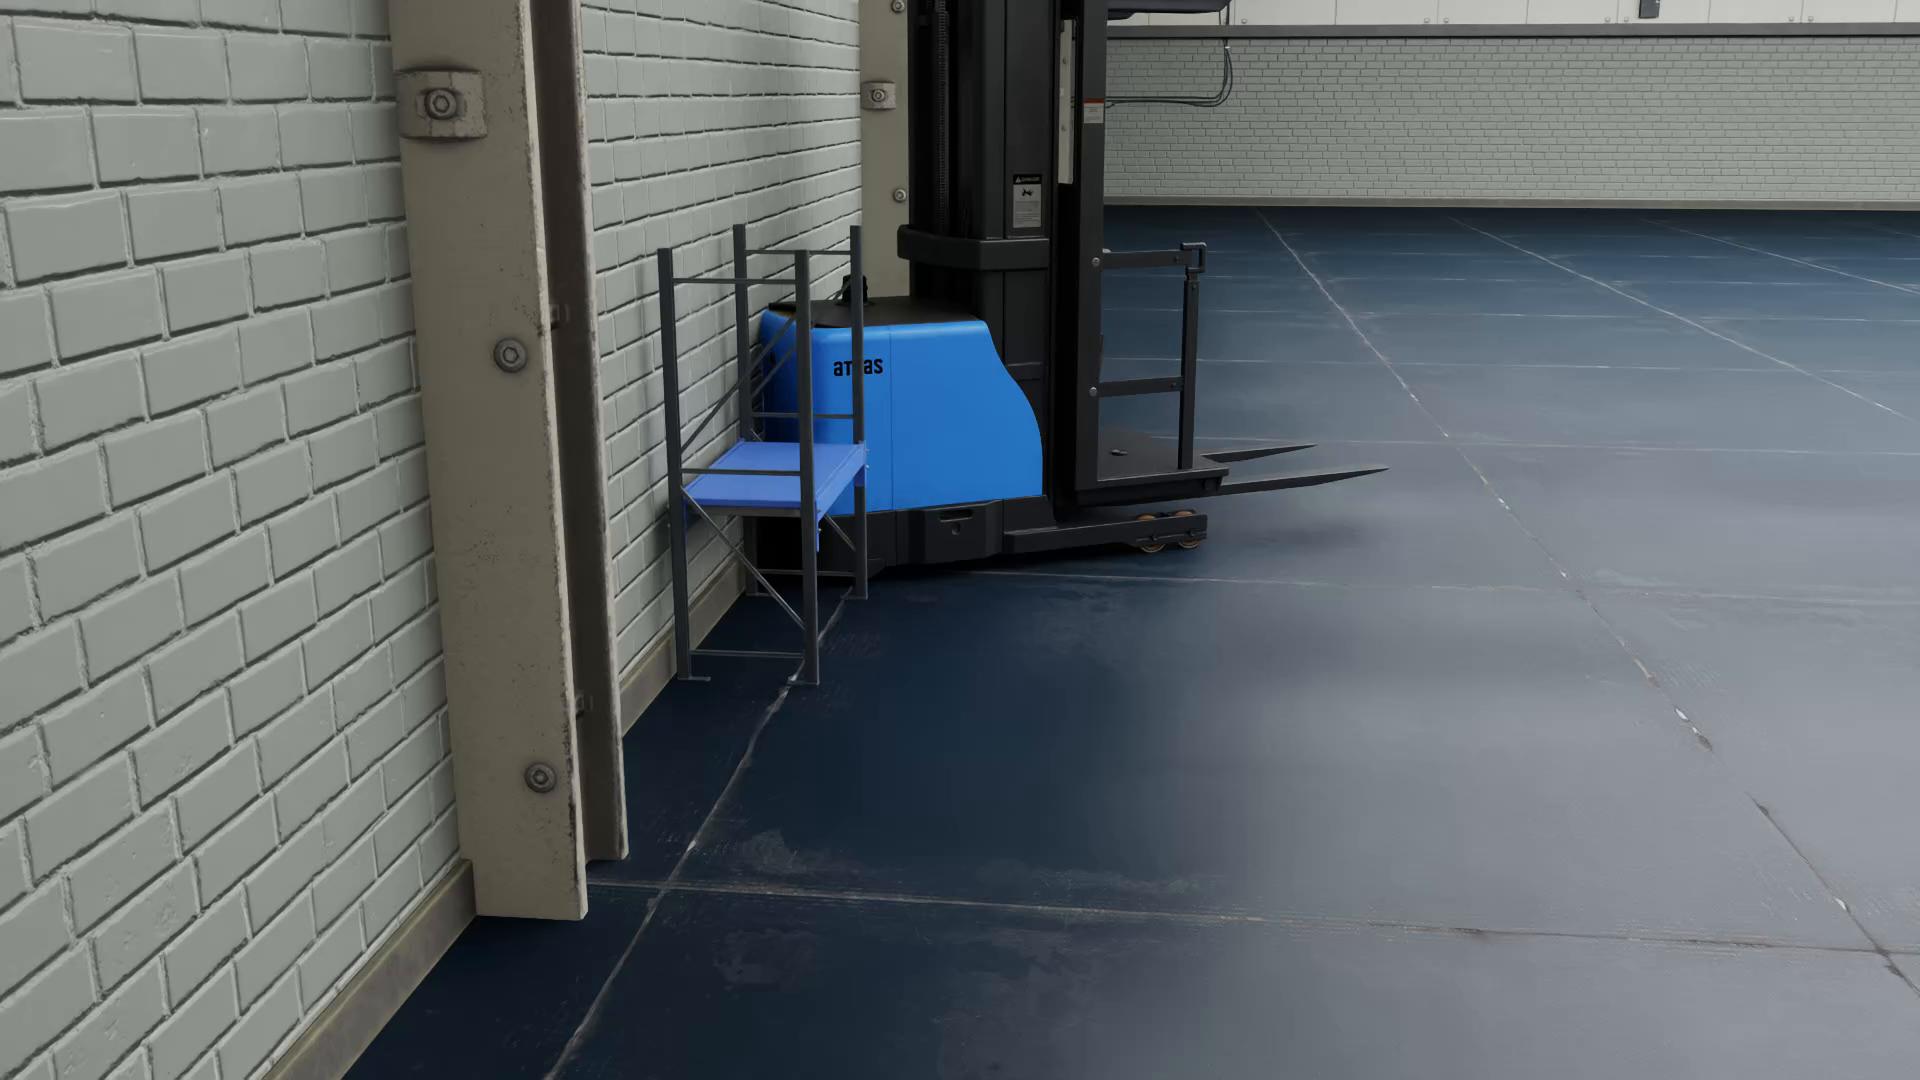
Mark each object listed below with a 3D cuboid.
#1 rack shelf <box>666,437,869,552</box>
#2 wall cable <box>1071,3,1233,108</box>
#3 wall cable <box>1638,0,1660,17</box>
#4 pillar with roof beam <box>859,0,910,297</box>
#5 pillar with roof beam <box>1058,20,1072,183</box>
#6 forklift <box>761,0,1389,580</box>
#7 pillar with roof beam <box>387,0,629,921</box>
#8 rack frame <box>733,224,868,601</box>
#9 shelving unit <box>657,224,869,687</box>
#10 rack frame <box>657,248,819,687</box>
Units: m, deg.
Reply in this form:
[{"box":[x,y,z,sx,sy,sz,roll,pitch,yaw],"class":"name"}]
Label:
[{"box":[-0.684,-0.184,6.159,0.538,0.185,1.000,2,15,6],"class":"rack shelf"},{"box":[3.278,-8.901,29.289,3.097,2.526,0.112,2,15,6],"class":"wall cable"},{"box":[12.709,-11.758,27.391,2.305,6.003,0.169,2,15,6],"class":"wall cable"},{"box":[3.878,-4.880,8.468,9.100,9.000,0.400,2,15,6],"class":"pillar with roof beam"},{"box":[5.909,-9.548,25.733,9.100,9.000,0.400,2,15,6],"class":"pillar with roof beam"},{"box":[0.573,-1.478,7.514,3.031,2.935,1.130,-6,16,-22],"class":"forklift"},{"box":[3.201,-3.323,2.713,9.100,9.000,0.400,2,15,6],"class":"pillar with roof beam"},{"box":[-0.627,-0.490,6.600,0.500,1.500,0.032,2,15,6],"class":"rack frame"},{"box":[-0.684,-0.358,6.112,0.538,1.500,1.048,2,15,6],"class":"shelving unit"},{"box":[-0.741,-0.226,5.624,0.500,1.500,0.032,2,15,6],"class":"rack frame"}]
